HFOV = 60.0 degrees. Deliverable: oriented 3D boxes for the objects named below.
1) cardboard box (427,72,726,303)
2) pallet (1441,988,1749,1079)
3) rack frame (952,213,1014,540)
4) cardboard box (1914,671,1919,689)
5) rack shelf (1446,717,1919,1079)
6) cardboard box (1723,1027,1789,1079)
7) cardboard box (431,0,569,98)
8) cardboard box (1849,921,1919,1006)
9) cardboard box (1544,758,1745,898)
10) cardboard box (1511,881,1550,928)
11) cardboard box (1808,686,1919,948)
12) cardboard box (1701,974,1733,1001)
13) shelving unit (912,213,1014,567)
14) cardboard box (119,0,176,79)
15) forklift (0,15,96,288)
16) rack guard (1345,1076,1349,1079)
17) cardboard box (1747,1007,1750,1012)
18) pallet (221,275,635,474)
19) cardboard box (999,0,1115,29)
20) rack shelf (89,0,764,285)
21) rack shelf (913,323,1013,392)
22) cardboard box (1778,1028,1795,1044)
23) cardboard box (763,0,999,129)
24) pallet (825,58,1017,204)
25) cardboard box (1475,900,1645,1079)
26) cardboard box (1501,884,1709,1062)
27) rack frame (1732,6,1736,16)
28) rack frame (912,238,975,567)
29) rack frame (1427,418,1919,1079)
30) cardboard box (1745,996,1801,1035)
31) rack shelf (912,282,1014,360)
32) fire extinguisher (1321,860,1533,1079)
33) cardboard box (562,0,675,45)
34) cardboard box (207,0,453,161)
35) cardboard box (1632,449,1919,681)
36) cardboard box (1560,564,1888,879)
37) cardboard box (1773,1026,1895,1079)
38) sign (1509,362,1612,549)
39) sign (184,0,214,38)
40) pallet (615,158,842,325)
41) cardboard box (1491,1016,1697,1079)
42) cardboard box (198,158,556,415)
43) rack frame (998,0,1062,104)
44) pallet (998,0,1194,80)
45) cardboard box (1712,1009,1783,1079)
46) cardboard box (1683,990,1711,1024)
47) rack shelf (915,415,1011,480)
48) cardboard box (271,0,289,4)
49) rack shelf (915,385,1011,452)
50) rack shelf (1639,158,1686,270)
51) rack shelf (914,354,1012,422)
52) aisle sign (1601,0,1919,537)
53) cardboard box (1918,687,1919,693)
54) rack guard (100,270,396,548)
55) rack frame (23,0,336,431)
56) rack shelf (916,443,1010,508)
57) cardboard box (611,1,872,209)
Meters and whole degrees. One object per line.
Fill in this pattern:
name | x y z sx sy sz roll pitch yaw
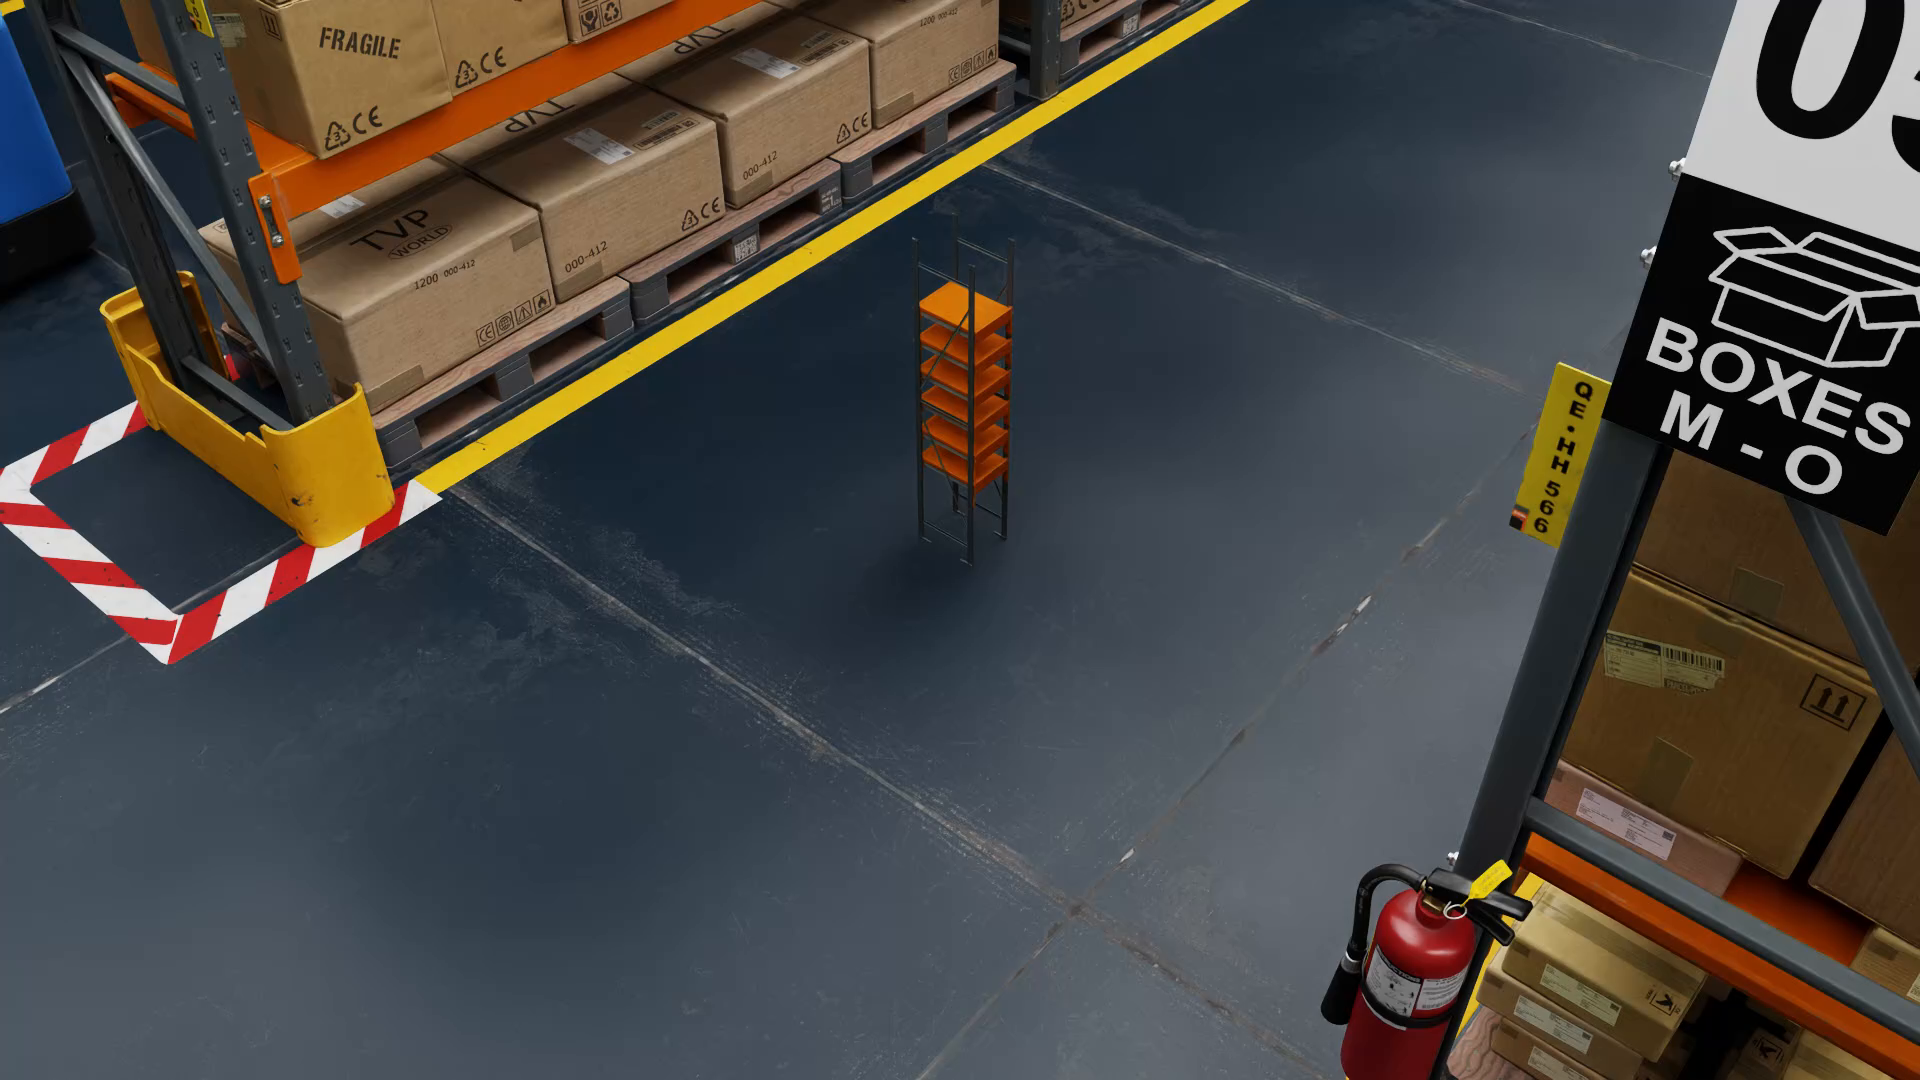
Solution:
cardboard box | -1.584 -1.483 6.744 0.875 0.438 0.875 31 51 29
pallet | 1.938 1.263 4.204 1.003 0.211 1.213 29 50 28
rack frame | 0.068 -0.498 5.406 0.240 1.200 0.006 29 50 28
cardboard box | 2.165 0.128 3.084 0.500 0.500 0.500 30 50 29
rack shelf | 2.627 -0.090 4.154 1.077 0.370 4.000 29 50 28
cardboard box | 1.873 1.304 3.672 0.380 0.149 0.250 32 51 30
cardboard box | -1.681 -1.850 5.481 0.500 0.500 0.500 29 50 28
cardboard box | 1.799 0.741 2.892 0.380 0.149 0.250 29 50 28
cardboard box | 1.333 0.476 3.184 0.380 0.149 0.250 30 50 28
cardboard box | 1.606 1.035 4.189 0.380 0.149 0.250 31 51 30
cardboard box | 1.840 0.415 2.769 0.500 0.500 0.500 32 51 30
cardboard box | 1.692 0.866 3.933 0.380 0.149 0.250 30 50 29
shelving unit | 0.009 -0.451 5.355 0.258 1.200 0.189 29 50 28
cardboard box | -2.407 -1.818 5.445 0.500 0.500 0.500 30 50 29
forklift | -5.142 -2.647 6.482 3.031 2.935 1.130 27 49 27
rack guard | 1.388 1.559 3.664 1.175 0.500 0.348 29 50 28
cardboard box | 2.182 1.140 4.073 0.380 0.149 0.250 30 50 29
pallet | -2.060 -0.832 6.508 1.003 0.211 1.213 29 50 28
cardboard box | 0.398 -3.201 8.308 0.875 0.875 0.875 31 51 30
rack shelf | -1.227 -2.182 6.454 1.077 0.370 4.000 29 50 28
rack shelf | 0.009 -0.596 5.223 0.258 0.103 0.180 29 50 28
cardboard box | 2.092 1.187 3.800 0.380 0.149 0.250 29 50 28
cardboard box | -0.426 -2.408 7.761 0.875 0.438 0.875 29 50 28
pallet | -0.489 -2.088 7.890 1.003 0.211 1.213 29 50 28
cardboard box | 1.461 1.067 3.932 0.380 0.149 0.250 28 49 27
cardboard box | 1.486 0.970 3.818 0.380 0.149 0.250 30 50 29
rack frame | 1.339 -1.546 0.762 1.000 3.000 0.127 29 50 28
rack frame | -0.050 -0.404 5.303 0.240 1.200 0.006 29 50 28
rack frame | 1.339 0.673 2.780 1.000 3.000 0.127 29 50 28
cardboard box | 2.022 1.036 3.746 0.380 0.149 0.250 30 50 29
rack shelf | 0.009 -0.685 5.142 0.258 0.103 0.180 29 50 28
fire extinguisher | 0.824 0.770 3.008 0.296 0.674 0.183 29 50 28
cardboard box | -1.340 -2.104 5.760 0.500 0.500 0.500 29 50 28
cardboard box | -1.986 -1.578 5.181 0.500 0.500 0.500 29 50 28
cardboard box | 1.443 -0.187 2.687 0.500 0.500 0.500 28 49 28
cardboard box | 1.432 0.183 3.023 0.500 0.500 0.500 31 50 29
cardboard box | 1.937 1.230 3.532 0.380 0.149 0.250 27 49 27
sign | 0.927 -0.123 2.560 0.100 0.325 0.005 29 50 28
sign | -2.093 -1.524 4.494 0.100 0.325 0.005 29 50 28
pallet | -1.274 -1.457 7.196 1.003 0.211 1.213 29 50 28
cardboard box | 1.519 1.211 3.995 0.380 0.149 0.250 30 50 29
cardboard box | -2.166 -1.008 6.222 0.875 0.438 0.875 28 49 27
rack frame | 0.060 -3.477 7.345 1.000 3.000 0.127 29 50 28
pallet | 0.499 -2.876 8.756 1.003 0.211 1.213 29 50 28
cardboard box | 2.027 1.271 3.929 0.380 0.149 0.250 29 50 28
cardboard box | 1.670 0.956 4.055 0.380 0.149 0.250 28 49 28
rack shelf | 0.009 -0.330 5.465 0.258 0.103 0.180 29 50 28
cardboard box | -1.987 -1.949 4.846 0.500 0.500 0.500 28 49 28
rack shelf | 0.009 -0.419 5.384 0.258 0.103 0.180 29 50 28
rack shelf | 2.627 -1.200 3.145 1.077 0.370 4.000 29 50 28
rack shelf | 0.009 -0.507 5.304 0.258 0.103 0.180 29 50 28
aisle sign | 1.063 -0.381 2.007 0.394 0.787 0.004 29 50 28
cardboard box | 1.831 0.040 2.438 0.500 0.500 0.500 29 50 28
rack guard | -2.530 -0.481 5.907 1.175 0.500 0.348 29 50 28
rack frame | -2.514 -1.418 5.080 1.000 3.000 0.127 29 50 28
rack shelf | 0.009 -0.241 5.546 0.258 0.103 0.180 29 50 28
cardboard box | -1.002 -1.947 7.254 0.875 0.438 0.875 28 49 27
